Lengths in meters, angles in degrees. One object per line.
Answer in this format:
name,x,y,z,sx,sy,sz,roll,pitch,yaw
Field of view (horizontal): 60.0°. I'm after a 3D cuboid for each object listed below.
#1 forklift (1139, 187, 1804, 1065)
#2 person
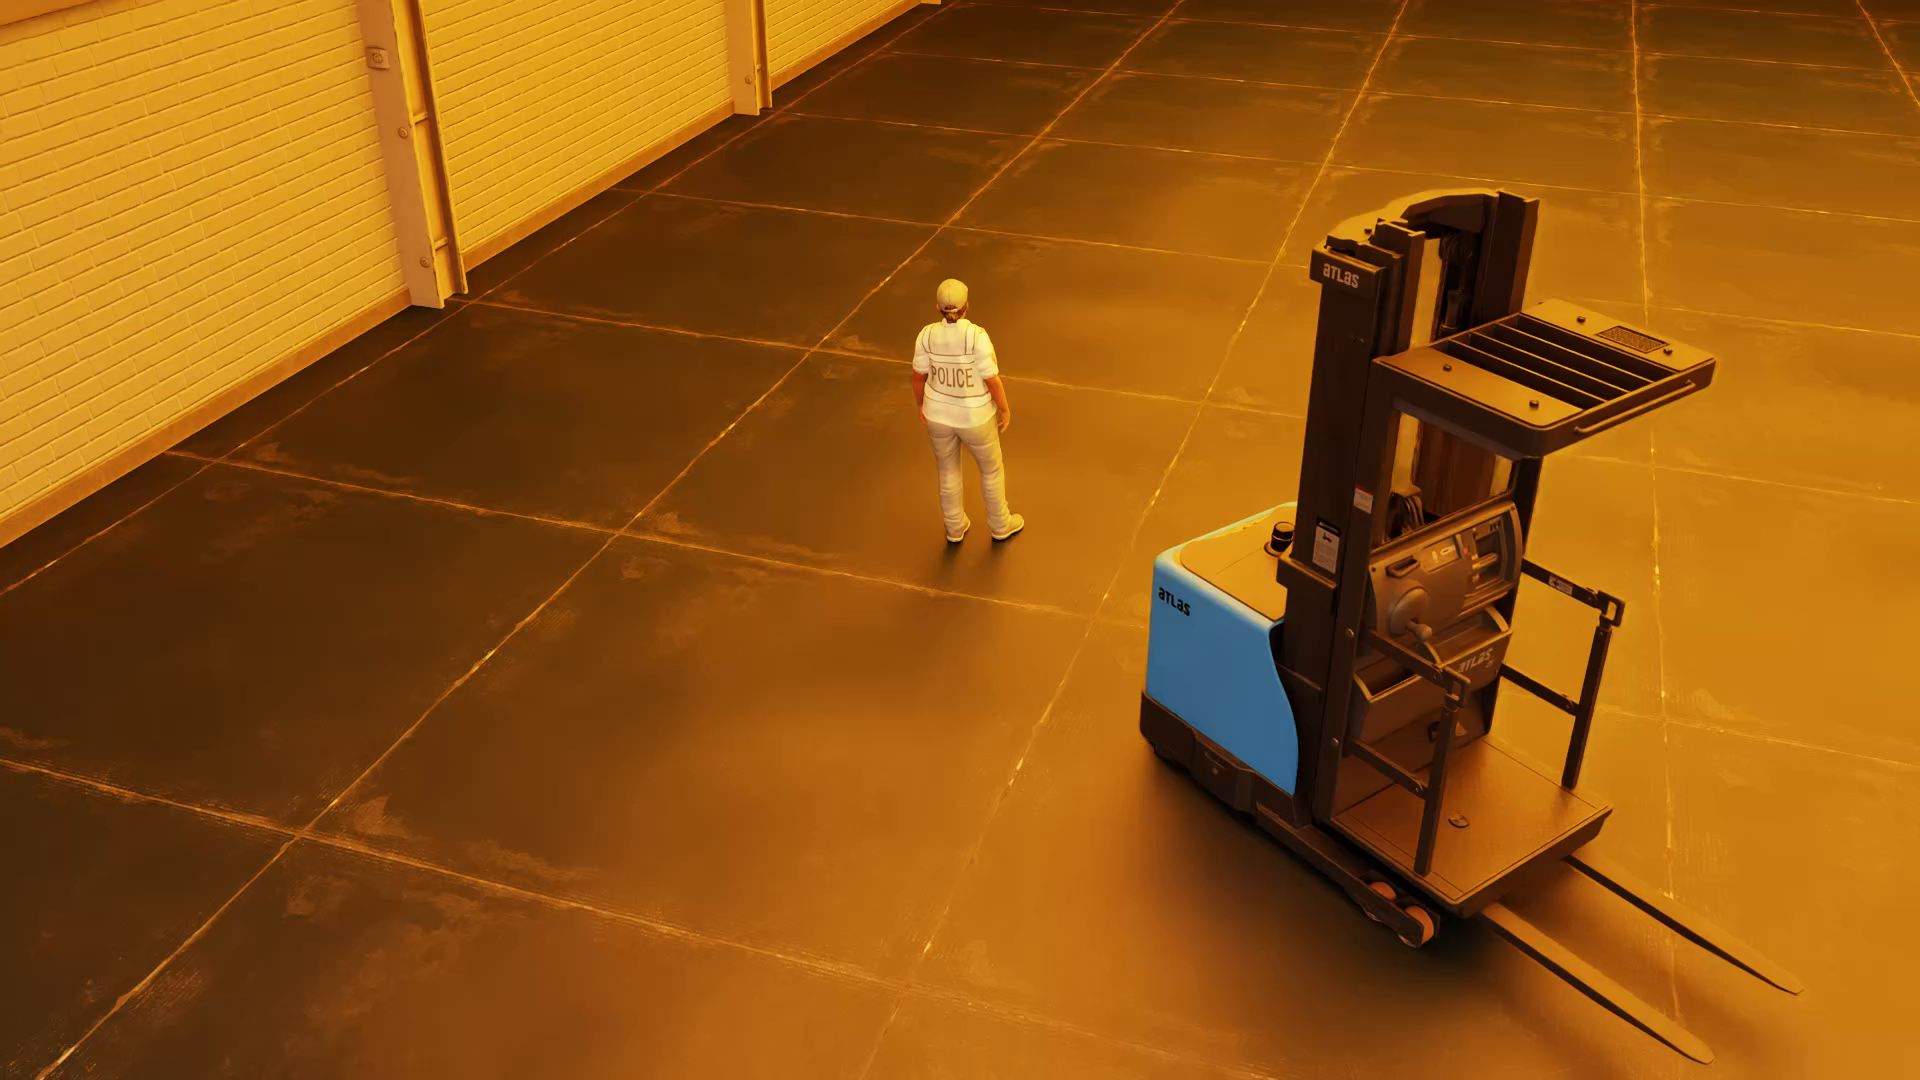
forklift,2.167,0.176,6.827,1.130,2.935,3.031,-20,35,-31
person,0.046,-0.763,9.736,0.599,1.670,0.529,10,31,16
